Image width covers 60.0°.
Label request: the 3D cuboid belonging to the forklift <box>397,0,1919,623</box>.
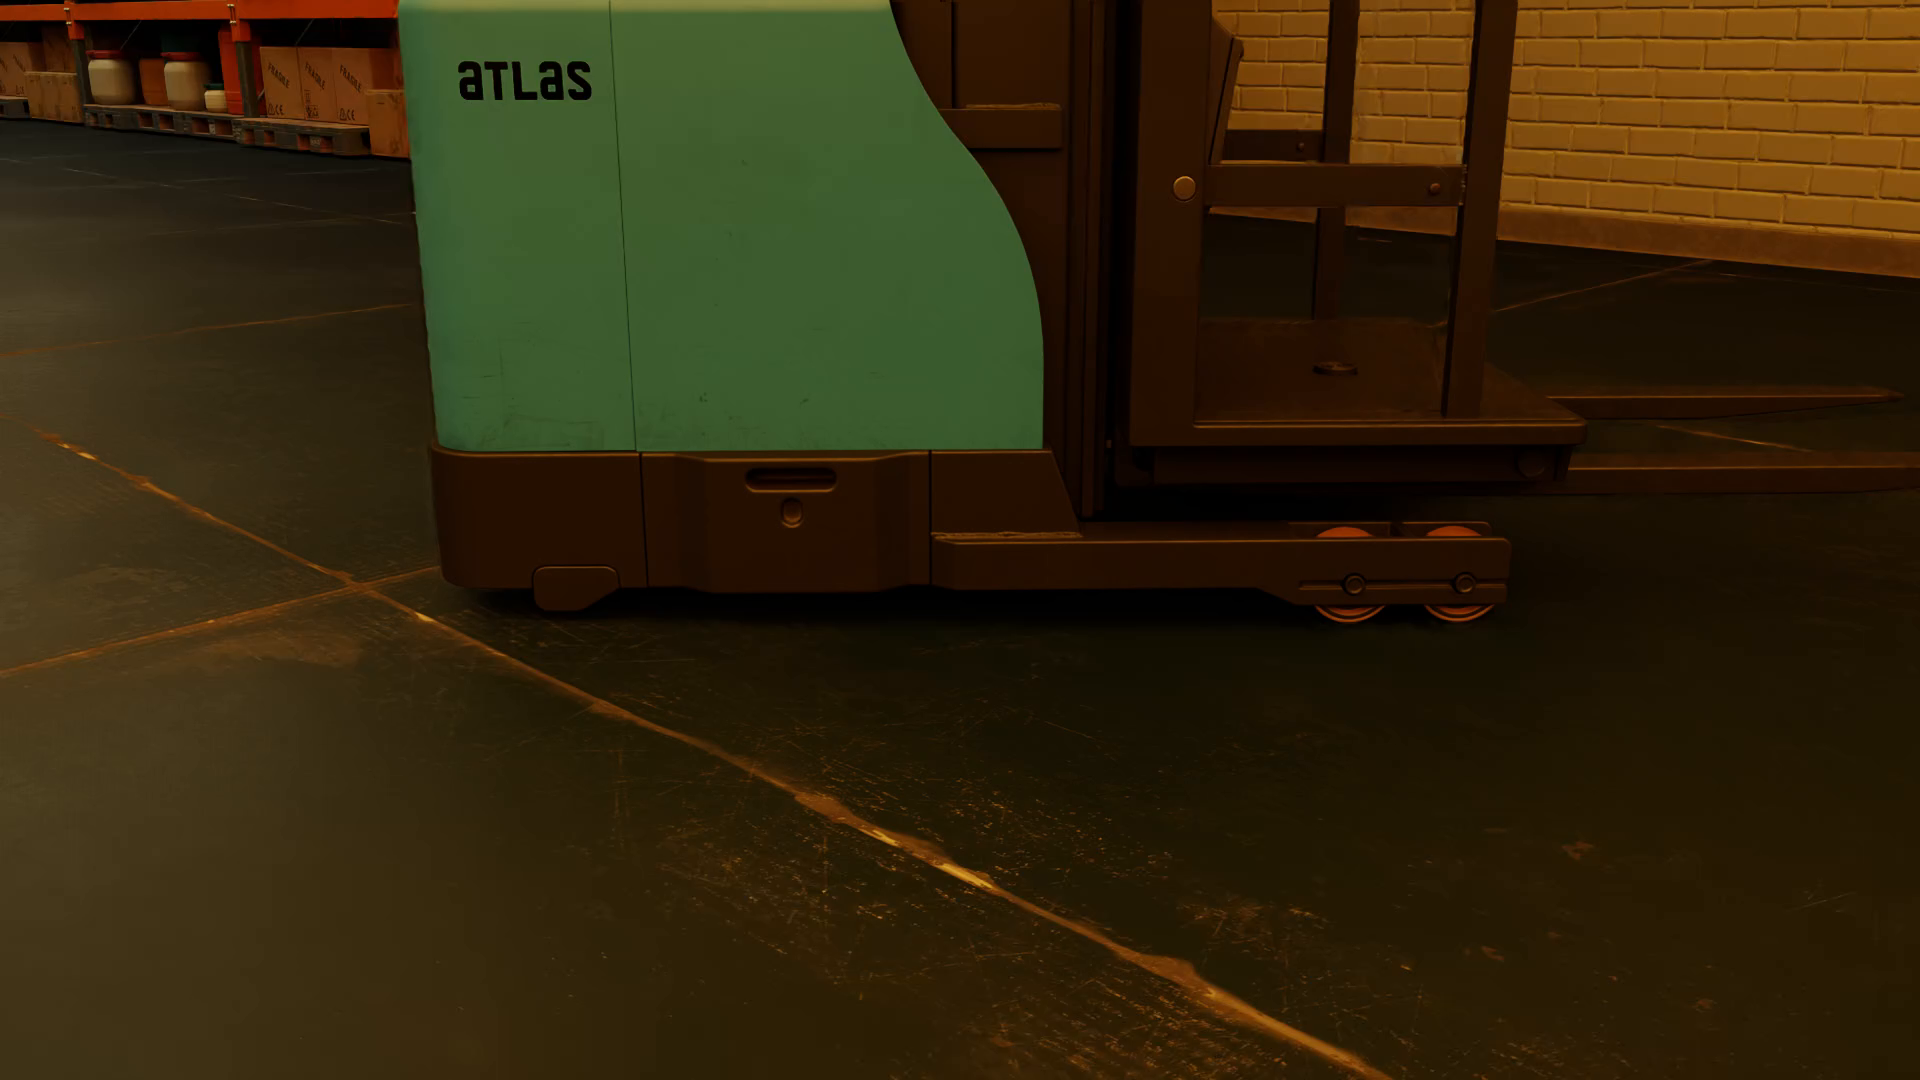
[{"bbox_3d":[0.581,-1.411,2.998,3.031,2.935,1.130,0,17,-1],"label":"forklift"}]
